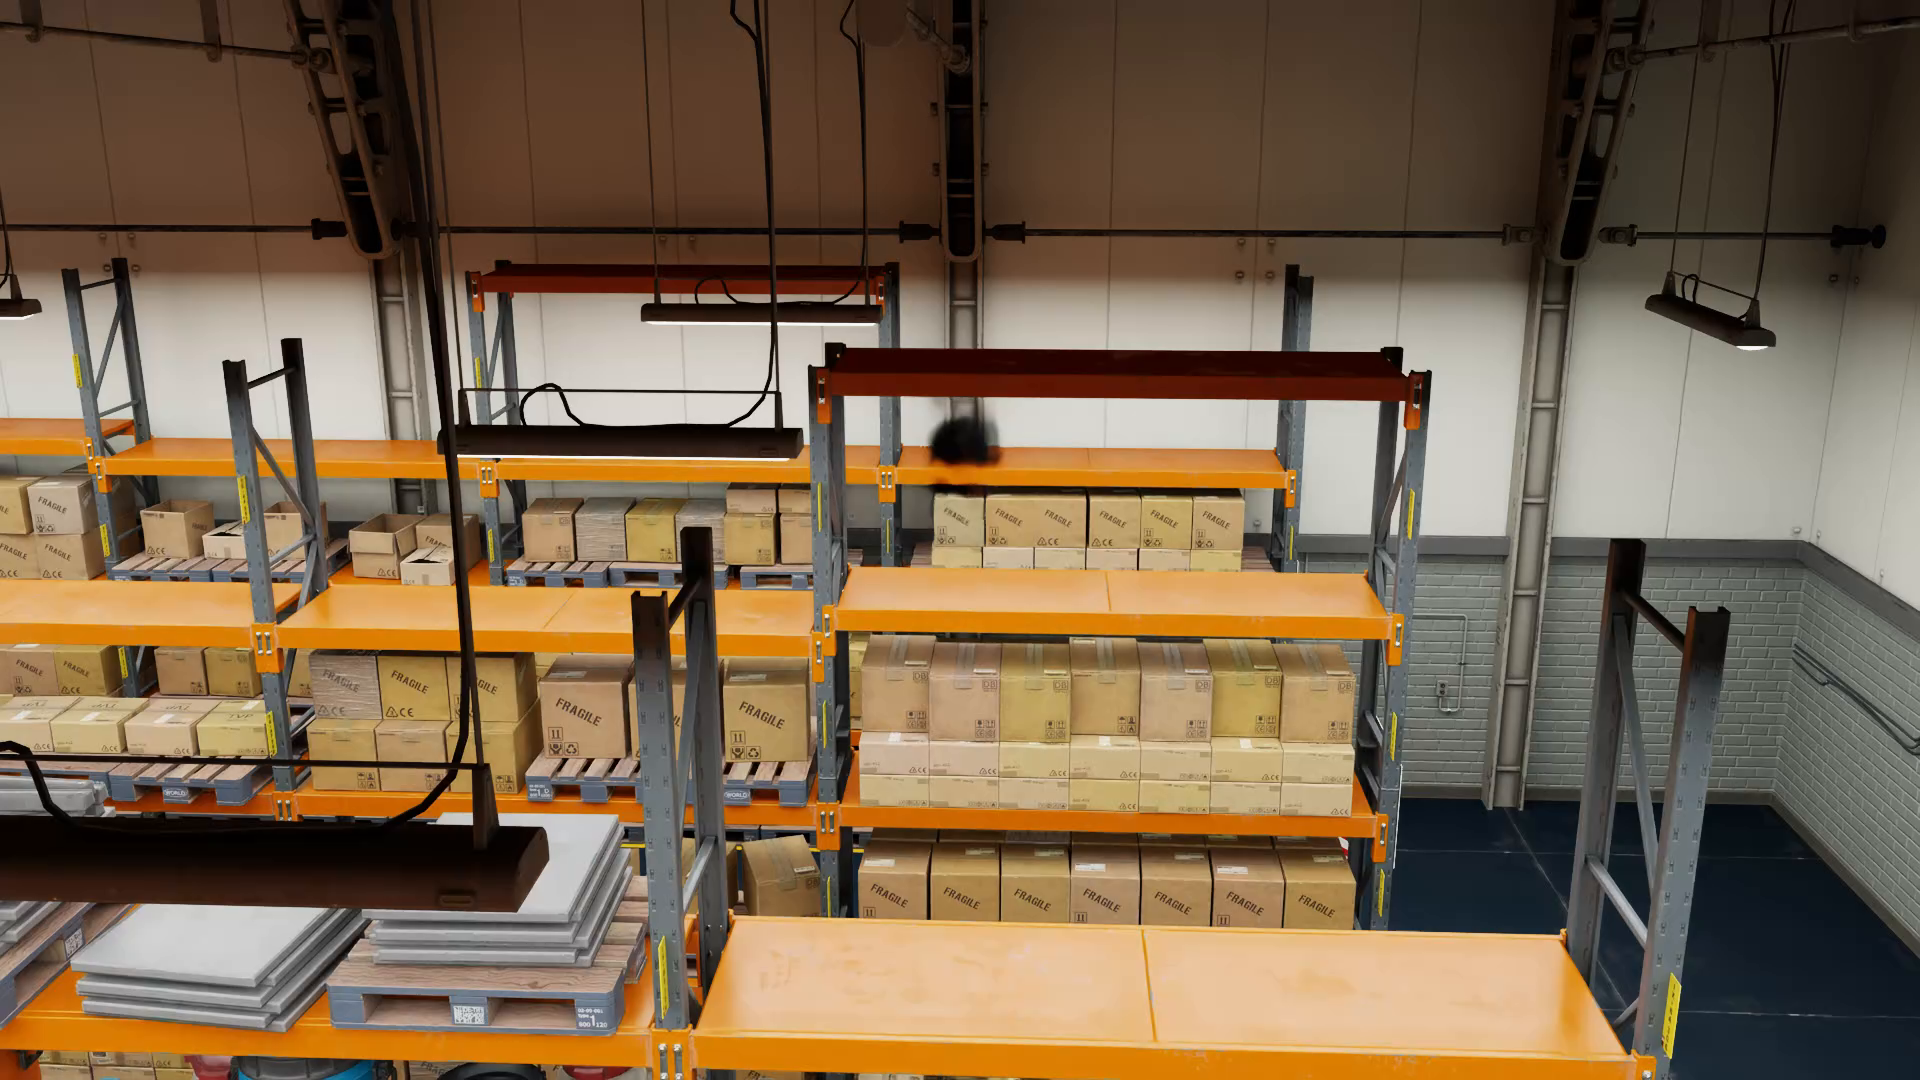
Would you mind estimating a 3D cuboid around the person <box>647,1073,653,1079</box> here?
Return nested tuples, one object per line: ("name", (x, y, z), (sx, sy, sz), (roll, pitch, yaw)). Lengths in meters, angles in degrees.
("person", (-1.961, 4.256, 10.835), (0.892, 1.712, 0.599), (-1, 16, -4))
